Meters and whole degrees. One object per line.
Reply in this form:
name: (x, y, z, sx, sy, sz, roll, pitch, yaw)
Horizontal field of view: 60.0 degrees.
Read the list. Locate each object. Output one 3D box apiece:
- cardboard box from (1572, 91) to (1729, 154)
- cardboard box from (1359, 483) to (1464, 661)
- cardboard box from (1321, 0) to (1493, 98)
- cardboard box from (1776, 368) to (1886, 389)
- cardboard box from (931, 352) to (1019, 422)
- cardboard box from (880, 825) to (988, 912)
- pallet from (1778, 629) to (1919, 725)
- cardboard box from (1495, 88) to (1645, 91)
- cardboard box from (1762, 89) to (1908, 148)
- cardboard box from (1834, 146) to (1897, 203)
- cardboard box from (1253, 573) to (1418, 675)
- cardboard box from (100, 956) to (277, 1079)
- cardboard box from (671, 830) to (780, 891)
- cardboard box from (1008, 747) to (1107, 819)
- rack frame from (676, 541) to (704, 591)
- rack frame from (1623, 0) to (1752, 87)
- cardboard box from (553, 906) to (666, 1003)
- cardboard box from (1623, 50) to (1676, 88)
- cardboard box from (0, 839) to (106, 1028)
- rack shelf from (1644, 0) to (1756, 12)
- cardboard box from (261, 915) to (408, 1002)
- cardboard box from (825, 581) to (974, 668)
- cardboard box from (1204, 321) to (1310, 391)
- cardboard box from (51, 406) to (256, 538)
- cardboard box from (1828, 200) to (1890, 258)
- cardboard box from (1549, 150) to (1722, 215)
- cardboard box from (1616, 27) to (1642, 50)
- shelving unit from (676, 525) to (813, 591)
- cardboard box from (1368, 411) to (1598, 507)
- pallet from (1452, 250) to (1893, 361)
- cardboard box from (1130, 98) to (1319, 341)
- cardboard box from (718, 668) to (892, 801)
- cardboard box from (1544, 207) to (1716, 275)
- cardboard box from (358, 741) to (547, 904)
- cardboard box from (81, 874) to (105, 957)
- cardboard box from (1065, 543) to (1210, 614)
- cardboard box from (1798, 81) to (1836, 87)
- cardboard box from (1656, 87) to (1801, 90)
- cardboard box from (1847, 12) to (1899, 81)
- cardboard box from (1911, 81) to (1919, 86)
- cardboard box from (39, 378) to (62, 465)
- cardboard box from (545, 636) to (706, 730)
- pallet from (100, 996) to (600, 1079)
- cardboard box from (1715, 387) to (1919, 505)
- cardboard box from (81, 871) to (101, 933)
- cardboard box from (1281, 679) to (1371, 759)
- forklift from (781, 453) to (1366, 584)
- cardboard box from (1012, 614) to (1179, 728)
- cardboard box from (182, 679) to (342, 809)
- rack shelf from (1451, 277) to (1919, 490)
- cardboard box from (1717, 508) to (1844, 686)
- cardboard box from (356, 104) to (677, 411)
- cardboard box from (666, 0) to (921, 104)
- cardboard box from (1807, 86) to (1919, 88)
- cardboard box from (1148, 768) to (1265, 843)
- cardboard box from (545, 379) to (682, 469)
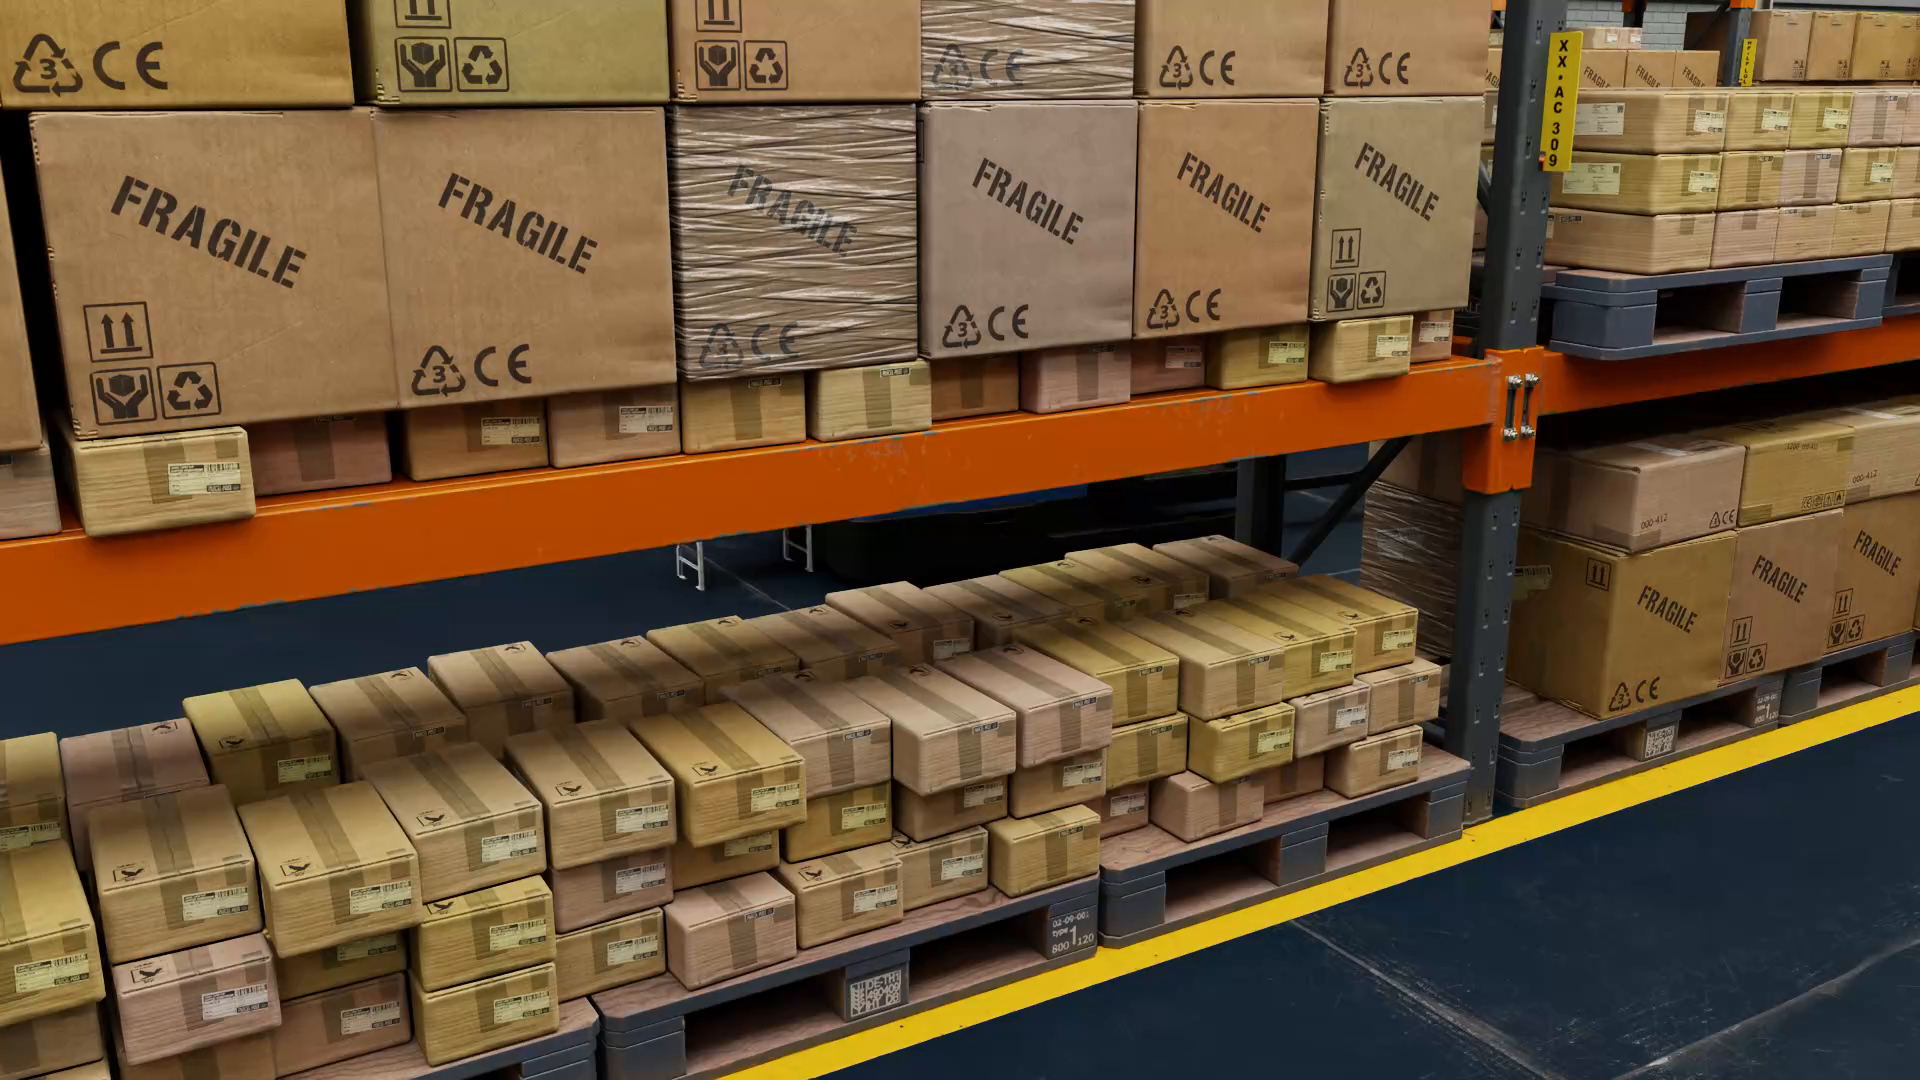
cardboard box: (1.744, -1.087, 4.314, 0.250, 0.149, 0.380, -8, 18, -27)
cardboard box: (1.675, 0.070, 5.457, 0.500, 0.500, 0.500, -10, 18, -31)
cardboard box: (0.906, -1.315, 3.957, 0.500, 0.500, 0.500, -10, 18, -32)
cardboard box: (3.017, -0.510, 6.136, 0.500, 0.250, 0.500, -9, 18, -29)
cardboard box: (-0.076, -0.374, 3.650, 0.250, 0.149, 0.380, -10, 18, -31)
cardboard box: (-0.136, 0.698, 3.867, 0.250, 0.149, 0.380, -9, 18, -29)
pallet: (2.883, 0.293, 5.974, 1.213, 0.211, 1.003, -9, 18, -30)
cardboard box: (1.866, -1.312, 5.119, 0.250, 0.149, 0.380, -10, 18, -31)
cardboard box: (2.417, -1.196, 4.704, 0.250, 0.149, 0.380, -9, 18, -30)
cardboard box: (2.409, -1.052, 4.742, 0.250, 0.149, 0.380, -10, 19, -32)
cardboard box: (0.999, 0.223, 4.458, 0.250, 0.149, 0.380, -9, 18, -28)
cardboard box: (-1.463, 0.902, 3.139, 0.250, 0.149, 0.380, -9, 18, -30)
cardboard box: (-0.584, 0.603, 3.654, 0.250, 0.149, 0.380, -8, 18, -27)
cardboard box: (0.144, 0.508, 3.993, 0.250, 0.149, 0.380, -9, 18, -28)
rack frame: (-1.097, -0.400, 6.613, 0.015, 1.200, 0.240, -10, 18, -31)
rack frame: (5.391, -3.014, 12.604, 0.127, 3.000, 1.000, -9, 18, -30)
cardboard box: (-0.808, 0.798, 3.509, 0.250, 0.149, 0.380, -9, 18, -30)
cardboard box: (4.689, -3.221, 11.828, 0.500, 0.500, 0.500, -9, 18, -29)
cardboard box: (-1.635, 0.675, 2.845, 0.250, 0.149, 0.380, -10, 19, -32)
rack shelf: (7.106, -4.390, 13.288, 4.000, 0.370, 1.077, -9, 18, -30)
cardboard box: (-1.250, 0.720, 3.237, 0.250, 0.149, 0.380, -9, 18, -29)
cardboard box: (-0.162, 0.243, 4.389, 0.250, 0.149, 0.380, -9, 18, -29)
cardboard box: (0.621, -0.471, 4.000, 0.250, 0.149, 0.380, -8, 18, -28)
cardboard box: (-1.357, -0.133, 2.791, 0.250, 0.149, 0.380, -10, 18, -31)
cardboard box: (2.411, -0.909, 4.781, 0.250, 0.149, 0.380, -9, 18, -29)
cardboard box: (1.744, -0.943, 4.354, 0.250, 0.149, 0.380, -9, 18, -29)
cardboard box: (4.528, -3.505, 11.638, 0.250, 0.149, 0.380, -10, 18, -31)
shelving unit: (-0.890, -0.435, 6.739, 0.503, 1.200, 0.258, -10, 18, -31)
cardboard box: (1.678, -0.292, 5.359, 0.500, 0.250, 0.500, -10, 18, -31)
pallet: (1.900, -0.751, 4.886, 1.213, 0.211, 1.003, -9, 18, -30)
cardboard box: (0.455, -0.757, 3.818, 0.500, 0.500, 0.500, -10, 18, -31)
cardboard box: (-0.351, 0.431, 3.718, 0.250, 0.149, 0.380, -9, 18, -30)
cardboard box: (1.744, -0.800, 4.394, 0.250, 0.149, 0.380, -10, 19, -32)
cardboard box: (-1.009, 0.550, 3.292, 0.250, 0.149, 0.380, -10, 19, -32)
cardboard box: (-1.747, 0.775, 3.590, 0.250, 0.149, 0.380, -9, 18, -28)
cardboard box: (0.501, 0.138, 4.762, 0.250, 0.149, 0.380, -8, 18, -27)
cardboard box: (6.330, -3.277, 12.807, 0.500, 0.500, 0.500, -9, 18, -30)
cardboard box: (2.531, -1.420, 5.504, 0.250, 0.149, 0.380, -10, 19, -32)
cardboard box: (6.774, -3.827, 12.917, 0.500, 0.500, 0.700, -10, 18, -31)
cardboard box: (7.635, -3.485, 13.548, 0.500, 0.500, 0.500, -9, 18, -30)
cardboard box: (-1.685, -0.269, 3.276, 0.250, 0.149, 0.380, -9, 18, -30)
cardboard box: (-0.795, 0.368, 3.942, 0.250, 0.149, 0.380, -10, 18, -32)
pallet: (-1.479, 1.013, 3.406, 1.213, 0.211, 1.003, -9, 18, -30)
cardboard box: (2.834, -0.316, 5.445, 0.500, 0.250, 0.500, -8, 18, -28)
cardboard box: (-1.702, 0.649, 3.488, 0.250, 0.149, 0.380, -10, 18, -31)
cardboard box: (0.838, 0.415, 4.326, 0.250, 0.149, 0.380, -10, 19, -32)
forklift: (0.730, -1.473, 7.233, 3.031, 2.935, 1.130, -7, 17, -23)
cardboard box: (0.328, 0.322, 4.105, 0.250, 0.149, 0.380, -9, 18, -28)
cardboard box: (-1.534, 0.450, 3.648, 0.250, 0.149, 0.380, -10, 18, -31)
rack shelf: (2.884, -0.702, 5.690, 4.000, 0.370, 1.077, -9, 18, -30)
cardboard box: (2.392, 0.116, 5.293, 0.500, 0.500, 0.500, -8, 18, -27)
cardboard box: (-0.860, -0.550, 3.078, 0.500, 0.500, 0.500, -9, 18, -29)
cardboard box: (-0.416, -1.099, 3.183, 0.500, 0.500, 0.500, -10, 18, -31)
cardboard box: (3.203, -1.529, 5.893, 0.250, 0.149, 0.380, -8, 18, -27)
cardboard box: (0.550, 0.602, 4.210, 0.250, 0.149, 0.380, -10, 18, -32)
cardboard box: (-0.735, -0.260, 3.246, 0.250, 0.149, 0.380, -10, 18, -31)
